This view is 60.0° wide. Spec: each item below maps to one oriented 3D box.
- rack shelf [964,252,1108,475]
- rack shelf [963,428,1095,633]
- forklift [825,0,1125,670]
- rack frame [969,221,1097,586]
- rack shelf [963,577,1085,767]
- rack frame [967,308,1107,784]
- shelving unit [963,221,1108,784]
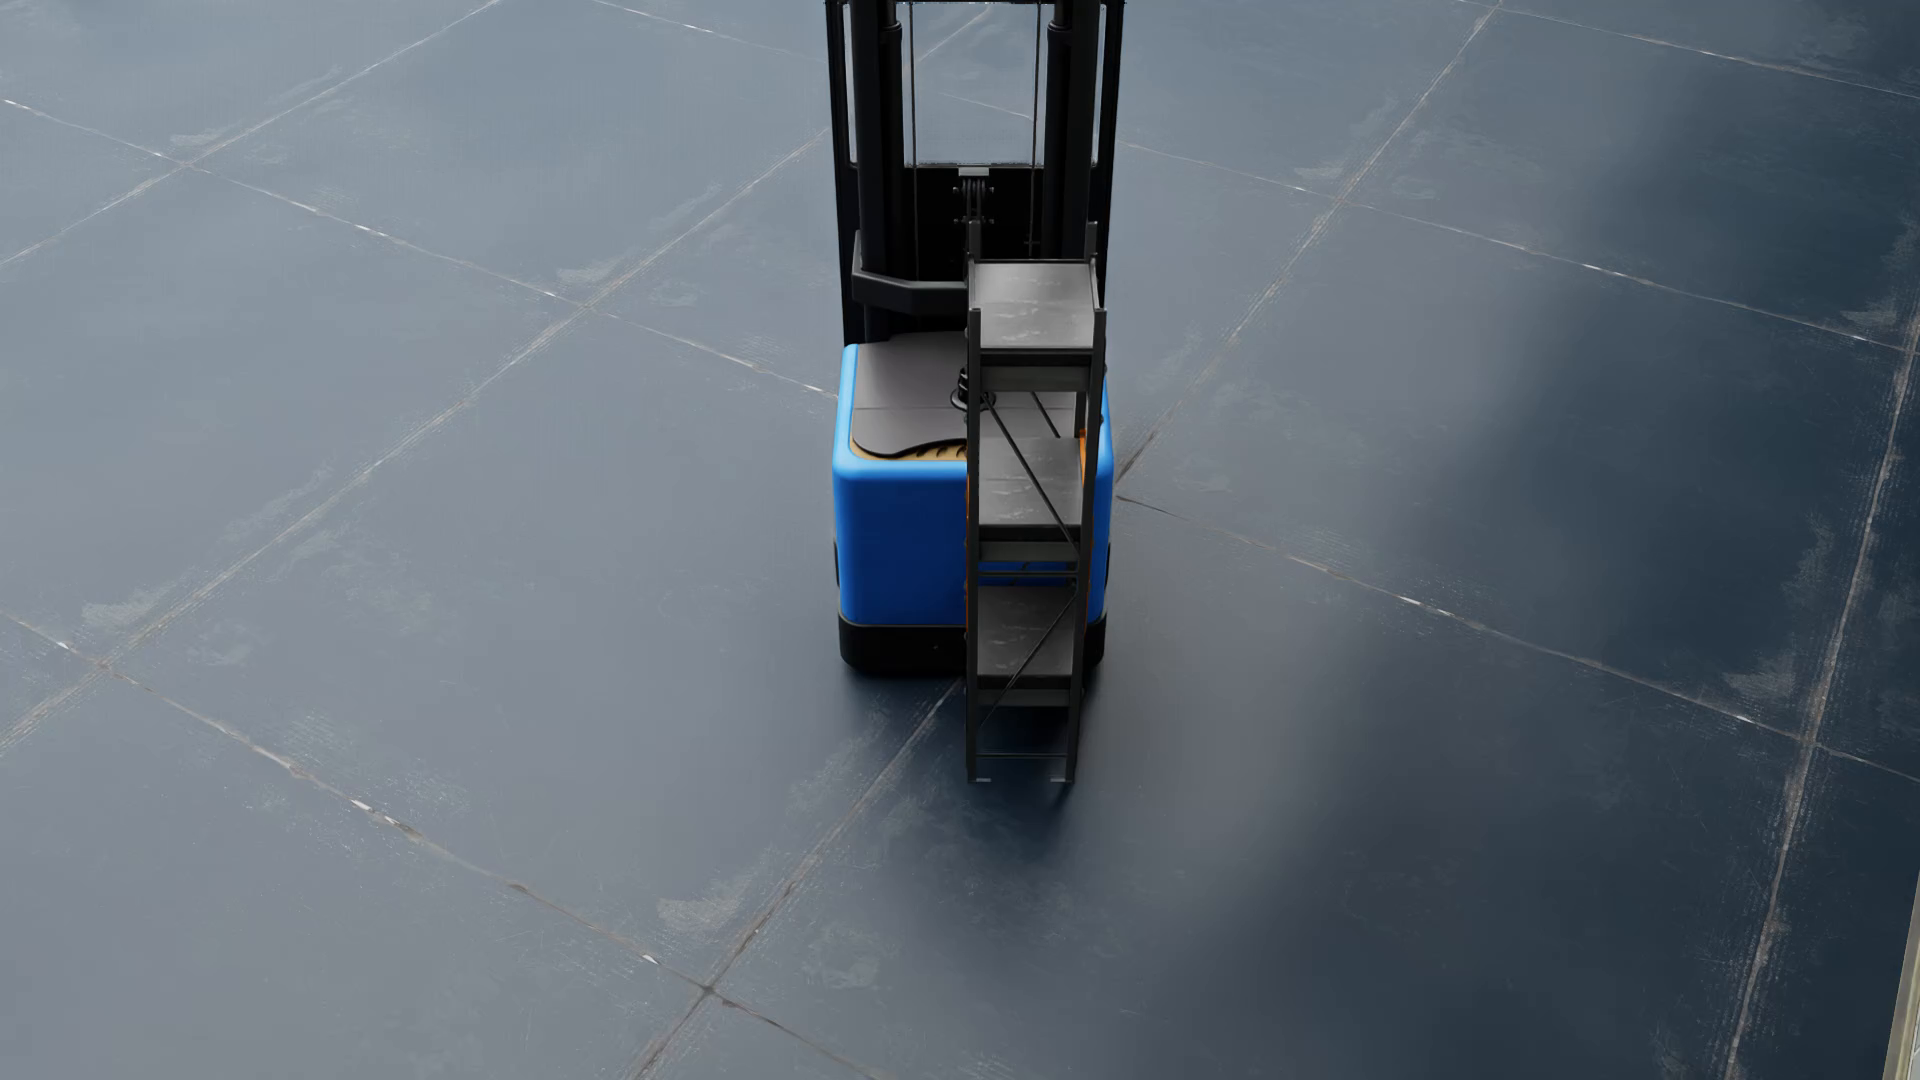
[{"bbox_3d":[0.228,-0.559,5.257,0.431,0.518,0.480,0,41,0],"label":"rack shelf"},{"bbox_3d":[0.228,-0.034,5.720,0.431,0.518,0.480,0,41,0],"label":"rack shelf"},{"bbox_3d":[0.054,-1.533,6.773,1.130,2.935,3.031,0,41,0],"label":"forklift"},{"bbox_3d":[0.229,-0.205,5.894,0.400,2.100,0.015,0,41,0],"label":"rack frame"},{"bbox_3d":[0.228,0.492,6.183,0.431,0.518,0.480,0,41,0],"label":"rack shelf"},{"bbox_3d":[0.227,0.117,5.528,0.400,2.100,0.015,0,41,0],"label":"rack frame"},{"bbox_3d":[0.228,-0.044,5.711,0.431,2.100,0.503,0,41,0],"label":"shelving unit"}]
